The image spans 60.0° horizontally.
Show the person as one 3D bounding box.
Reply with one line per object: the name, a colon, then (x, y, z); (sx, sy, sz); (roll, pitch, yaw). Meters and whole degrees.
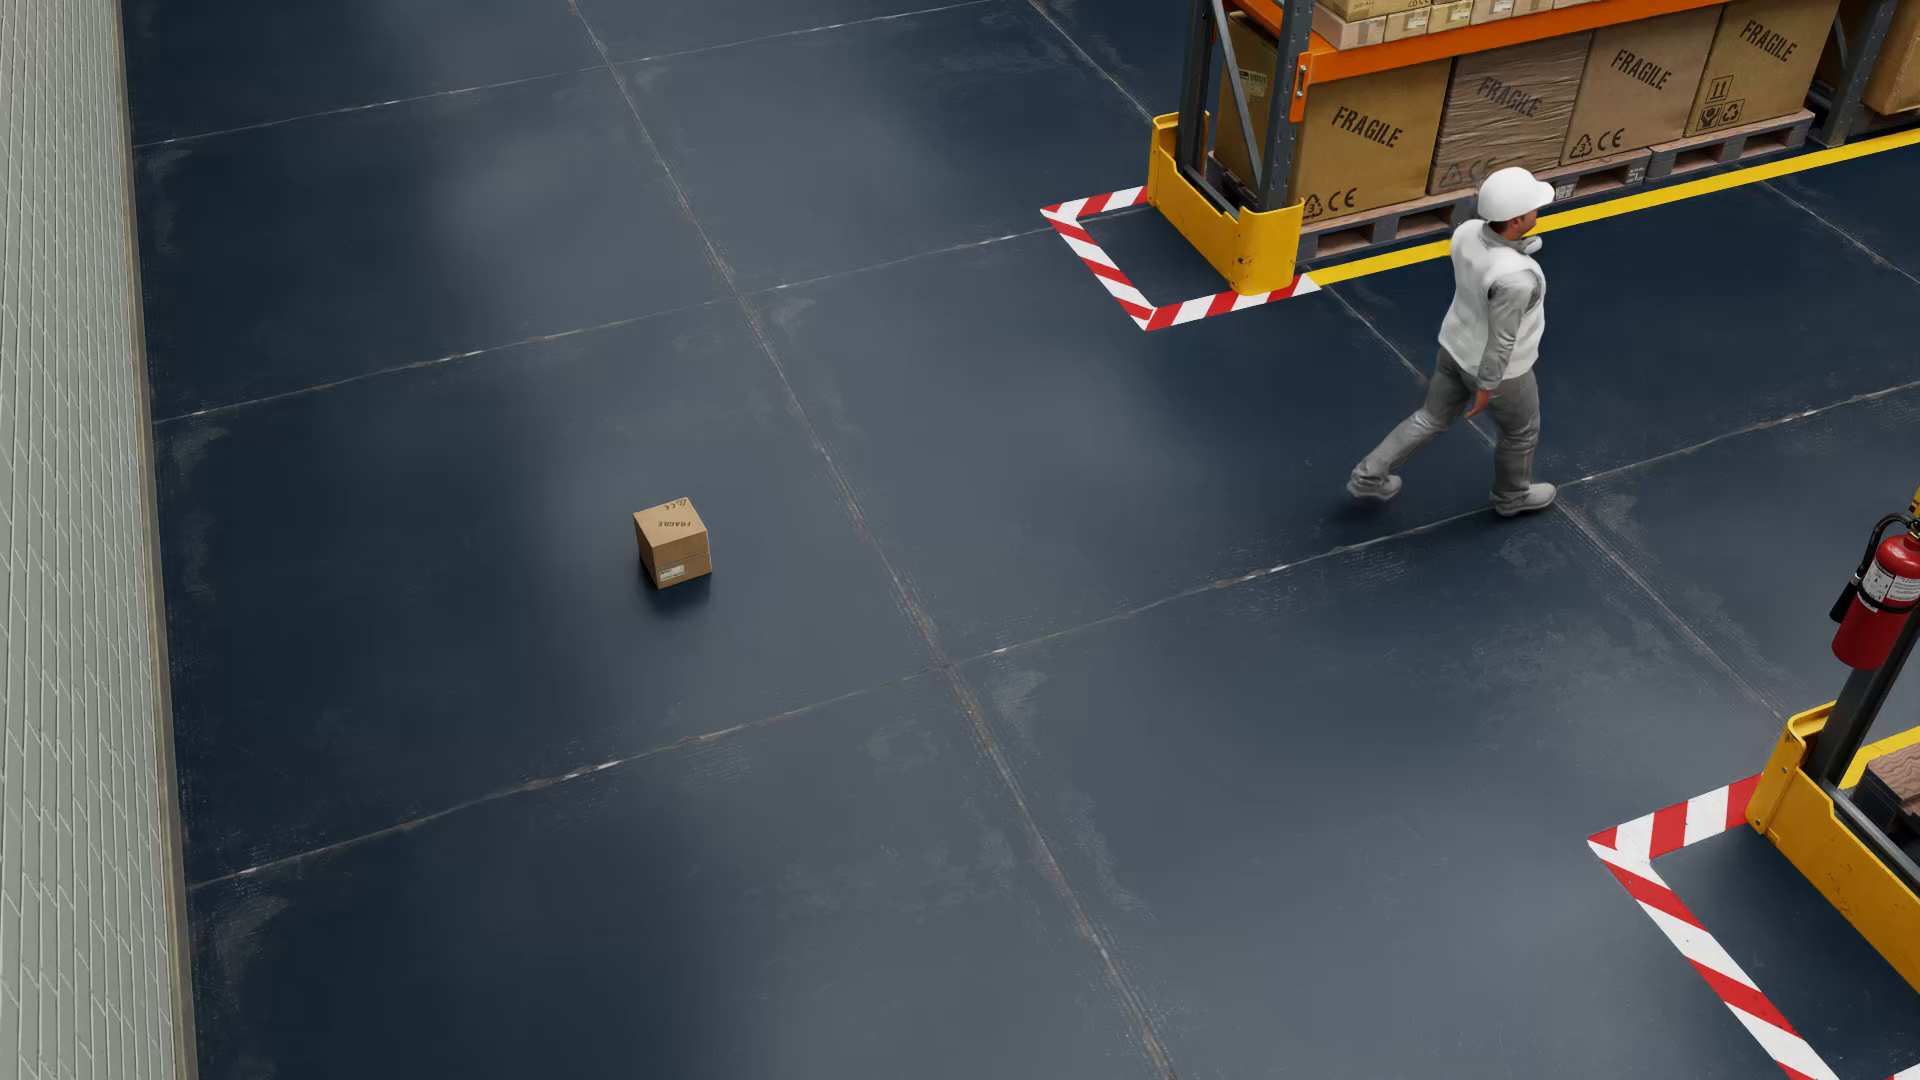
person: (2.234, -0.806, 7.056); (0.970, 1.735, 0.538); (-12, 43, -13)
